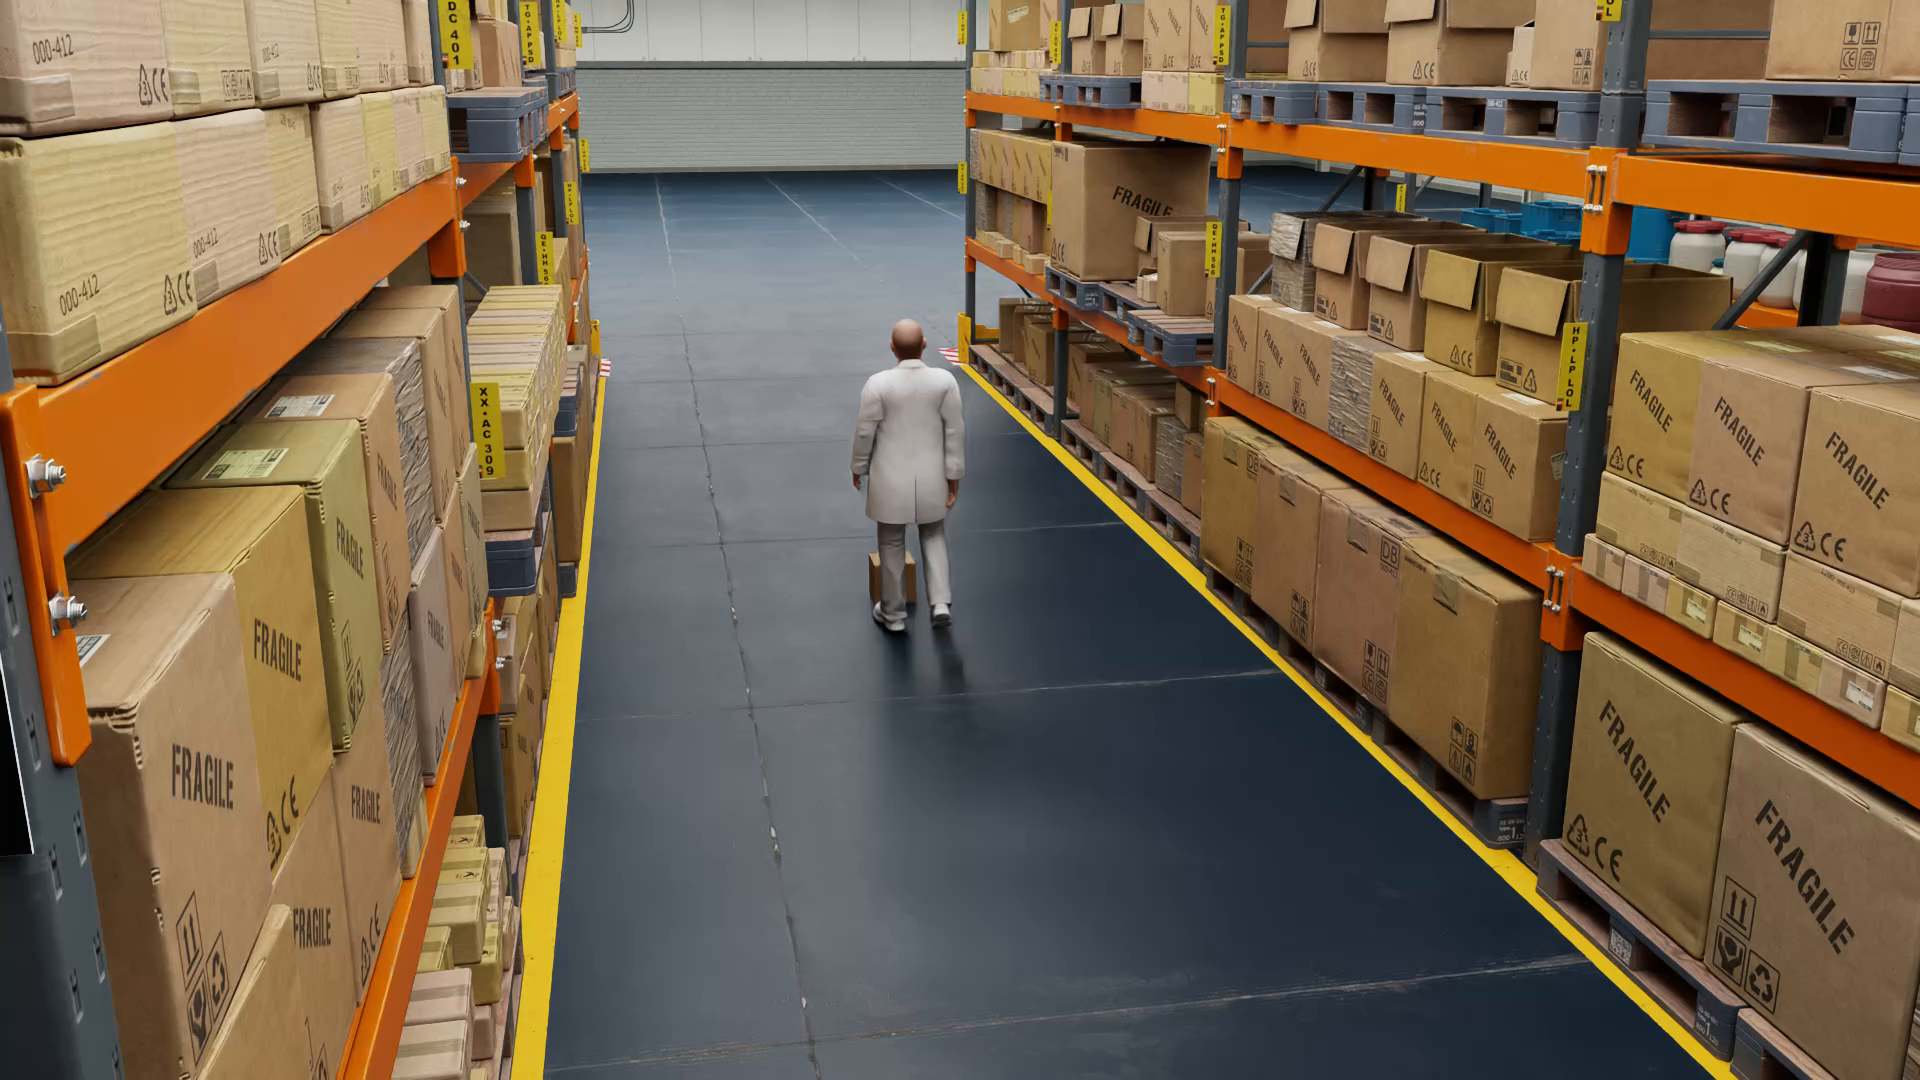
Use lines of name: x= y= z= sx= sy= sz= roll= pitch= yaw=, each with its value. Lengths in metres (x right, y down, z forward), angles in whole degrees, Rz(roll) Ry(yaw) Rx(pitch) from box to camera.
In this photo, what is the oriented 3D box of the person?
person: x=-0.316 y=-0.390 z=9.355 sx=0.583 sy=1.792 sz=0.458 roll=-3 pitch=16 yaw=-10
